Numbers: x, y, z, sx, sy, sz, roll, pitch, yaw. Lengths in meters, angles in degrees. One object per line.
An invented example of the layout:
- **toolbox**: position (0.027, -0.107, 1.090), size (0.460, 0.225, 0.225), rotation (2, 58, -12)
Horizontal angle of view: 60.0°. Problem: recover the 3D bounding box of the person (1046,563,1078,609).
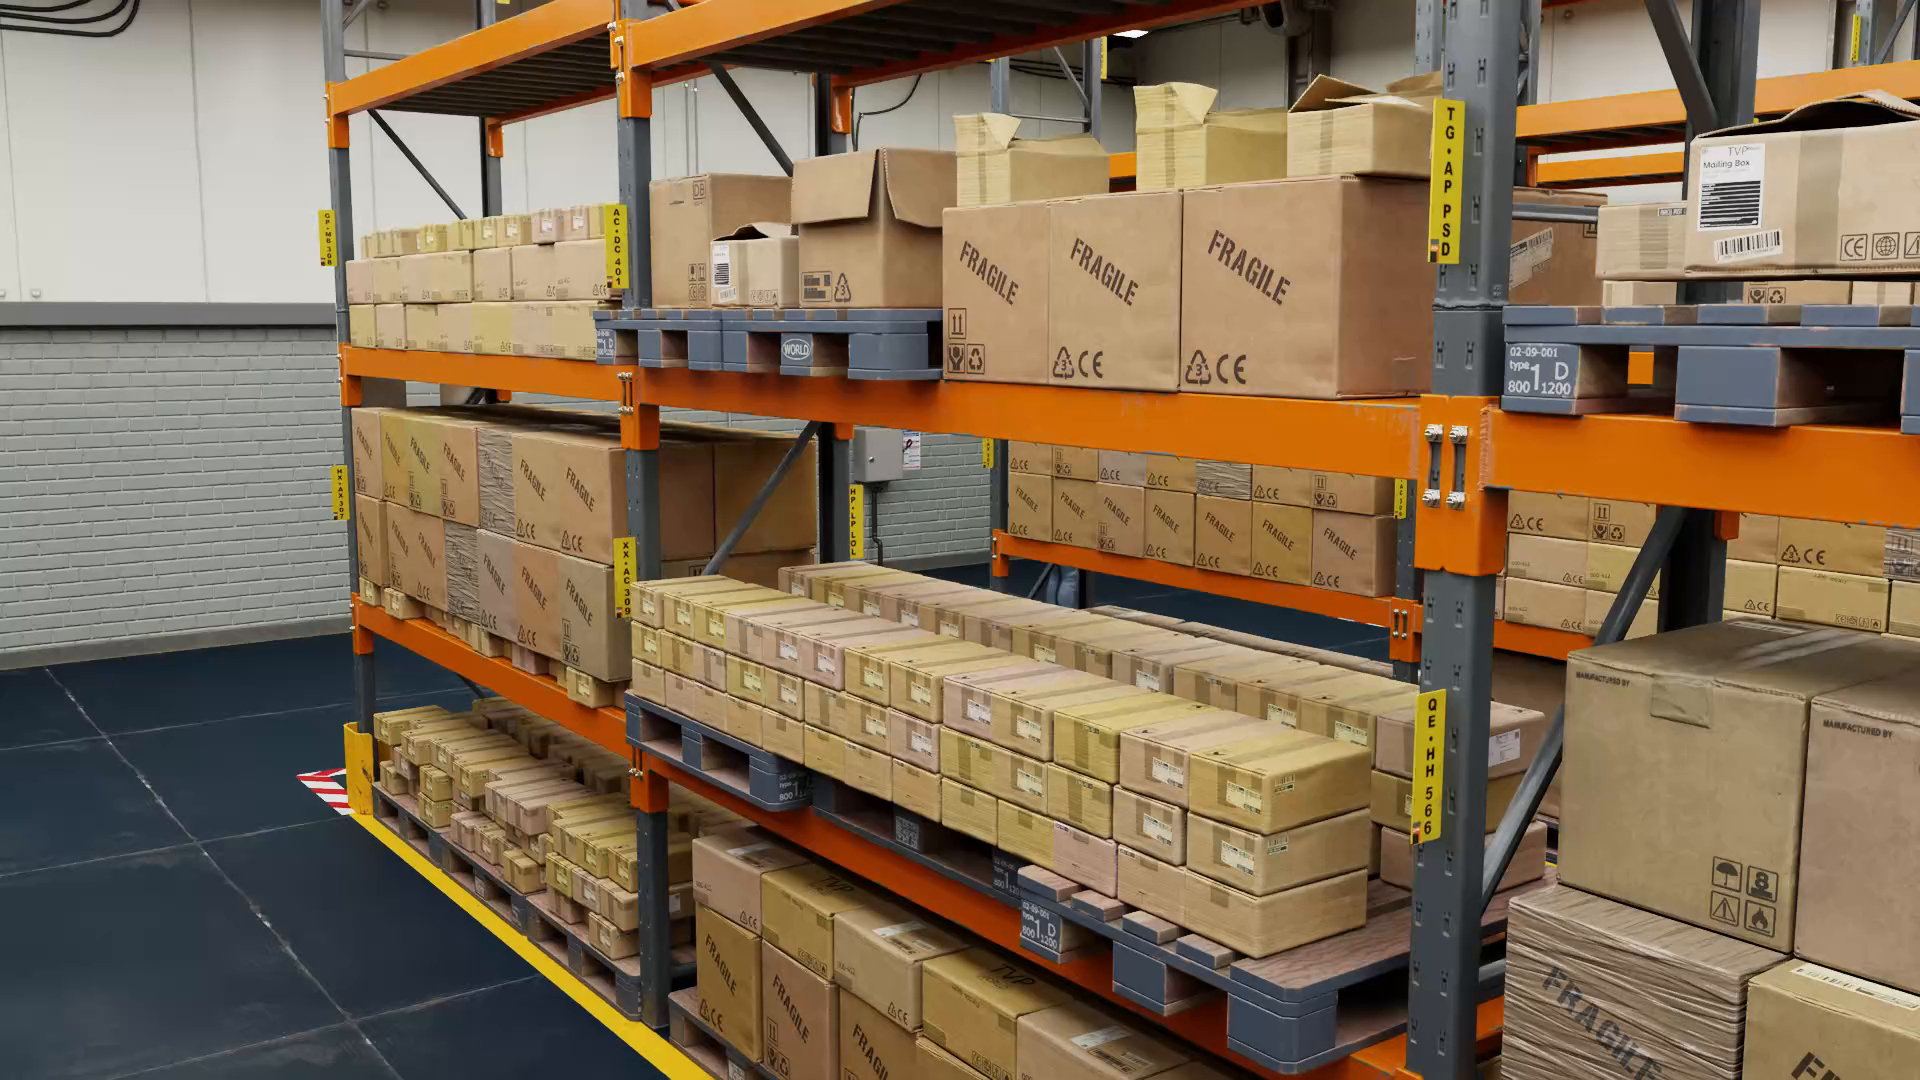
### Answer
- **person**: position (1.028, -0.020, 15.874), size (0.575, 1.762, 0.504), rotation (-5, 9, -35)
